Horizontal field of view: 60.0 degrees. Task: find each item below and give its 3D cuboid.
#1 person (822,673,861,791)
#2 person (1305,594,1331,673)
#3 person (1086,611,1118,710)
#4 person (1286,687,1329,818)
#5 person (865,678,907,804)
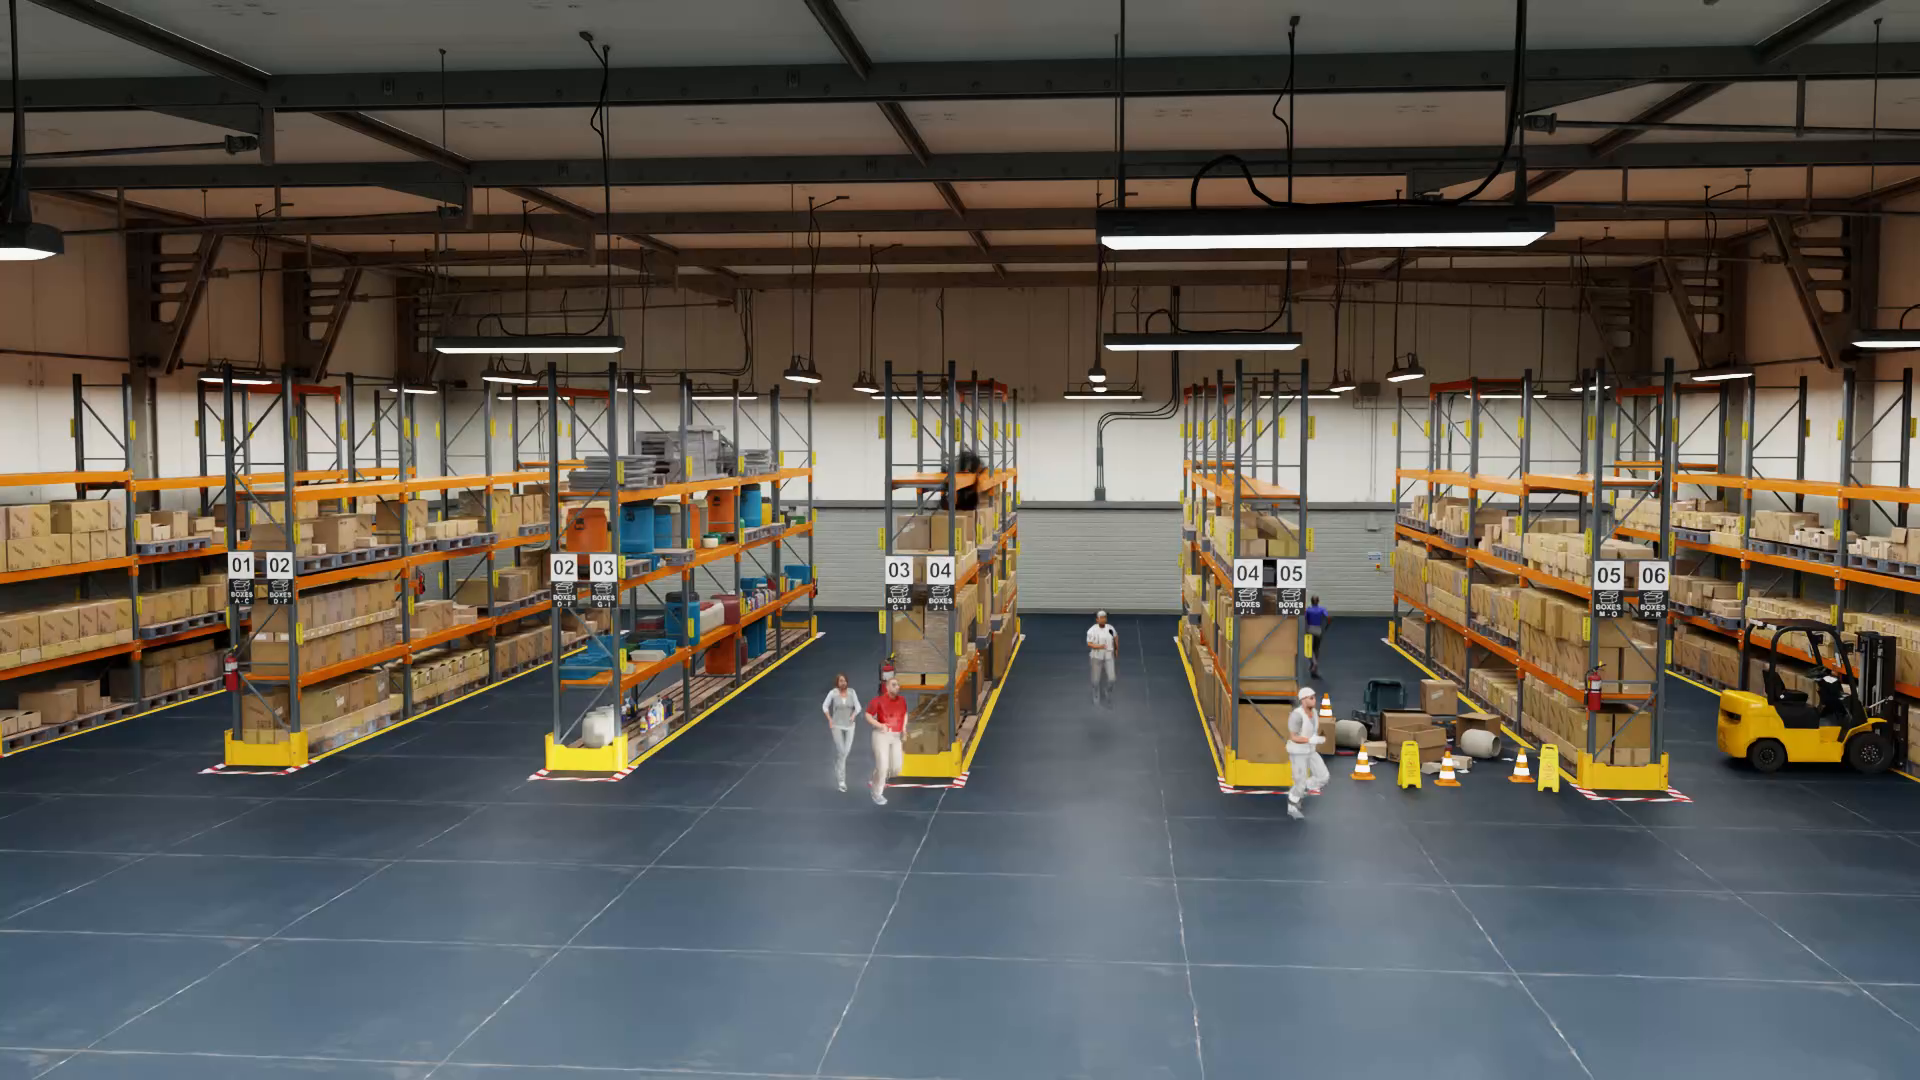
[{"bbox_3d":[-1.658,2.659,23.403,0.527,1.615,0.759,-1,4,-18],"label":"person"},{"bbox_3d":[7.271,2.019,34.094,0.583,1.448,0.919,0,4,-3],"label":"person"},{"bbox_3d":[2.432,2.060,28.294,0.571,1.710,0.645,-1,4,-8],"label":"person"},{"bbox_3d":[4.455,2.732,21.254,0.708,1.725,0.690,-3,5,-41],"label":"person"},{"bbox_3d":[-0.954,2.698,22.495,0.689,1.675,0.626,-2,4,-32],"label":"person"}]
